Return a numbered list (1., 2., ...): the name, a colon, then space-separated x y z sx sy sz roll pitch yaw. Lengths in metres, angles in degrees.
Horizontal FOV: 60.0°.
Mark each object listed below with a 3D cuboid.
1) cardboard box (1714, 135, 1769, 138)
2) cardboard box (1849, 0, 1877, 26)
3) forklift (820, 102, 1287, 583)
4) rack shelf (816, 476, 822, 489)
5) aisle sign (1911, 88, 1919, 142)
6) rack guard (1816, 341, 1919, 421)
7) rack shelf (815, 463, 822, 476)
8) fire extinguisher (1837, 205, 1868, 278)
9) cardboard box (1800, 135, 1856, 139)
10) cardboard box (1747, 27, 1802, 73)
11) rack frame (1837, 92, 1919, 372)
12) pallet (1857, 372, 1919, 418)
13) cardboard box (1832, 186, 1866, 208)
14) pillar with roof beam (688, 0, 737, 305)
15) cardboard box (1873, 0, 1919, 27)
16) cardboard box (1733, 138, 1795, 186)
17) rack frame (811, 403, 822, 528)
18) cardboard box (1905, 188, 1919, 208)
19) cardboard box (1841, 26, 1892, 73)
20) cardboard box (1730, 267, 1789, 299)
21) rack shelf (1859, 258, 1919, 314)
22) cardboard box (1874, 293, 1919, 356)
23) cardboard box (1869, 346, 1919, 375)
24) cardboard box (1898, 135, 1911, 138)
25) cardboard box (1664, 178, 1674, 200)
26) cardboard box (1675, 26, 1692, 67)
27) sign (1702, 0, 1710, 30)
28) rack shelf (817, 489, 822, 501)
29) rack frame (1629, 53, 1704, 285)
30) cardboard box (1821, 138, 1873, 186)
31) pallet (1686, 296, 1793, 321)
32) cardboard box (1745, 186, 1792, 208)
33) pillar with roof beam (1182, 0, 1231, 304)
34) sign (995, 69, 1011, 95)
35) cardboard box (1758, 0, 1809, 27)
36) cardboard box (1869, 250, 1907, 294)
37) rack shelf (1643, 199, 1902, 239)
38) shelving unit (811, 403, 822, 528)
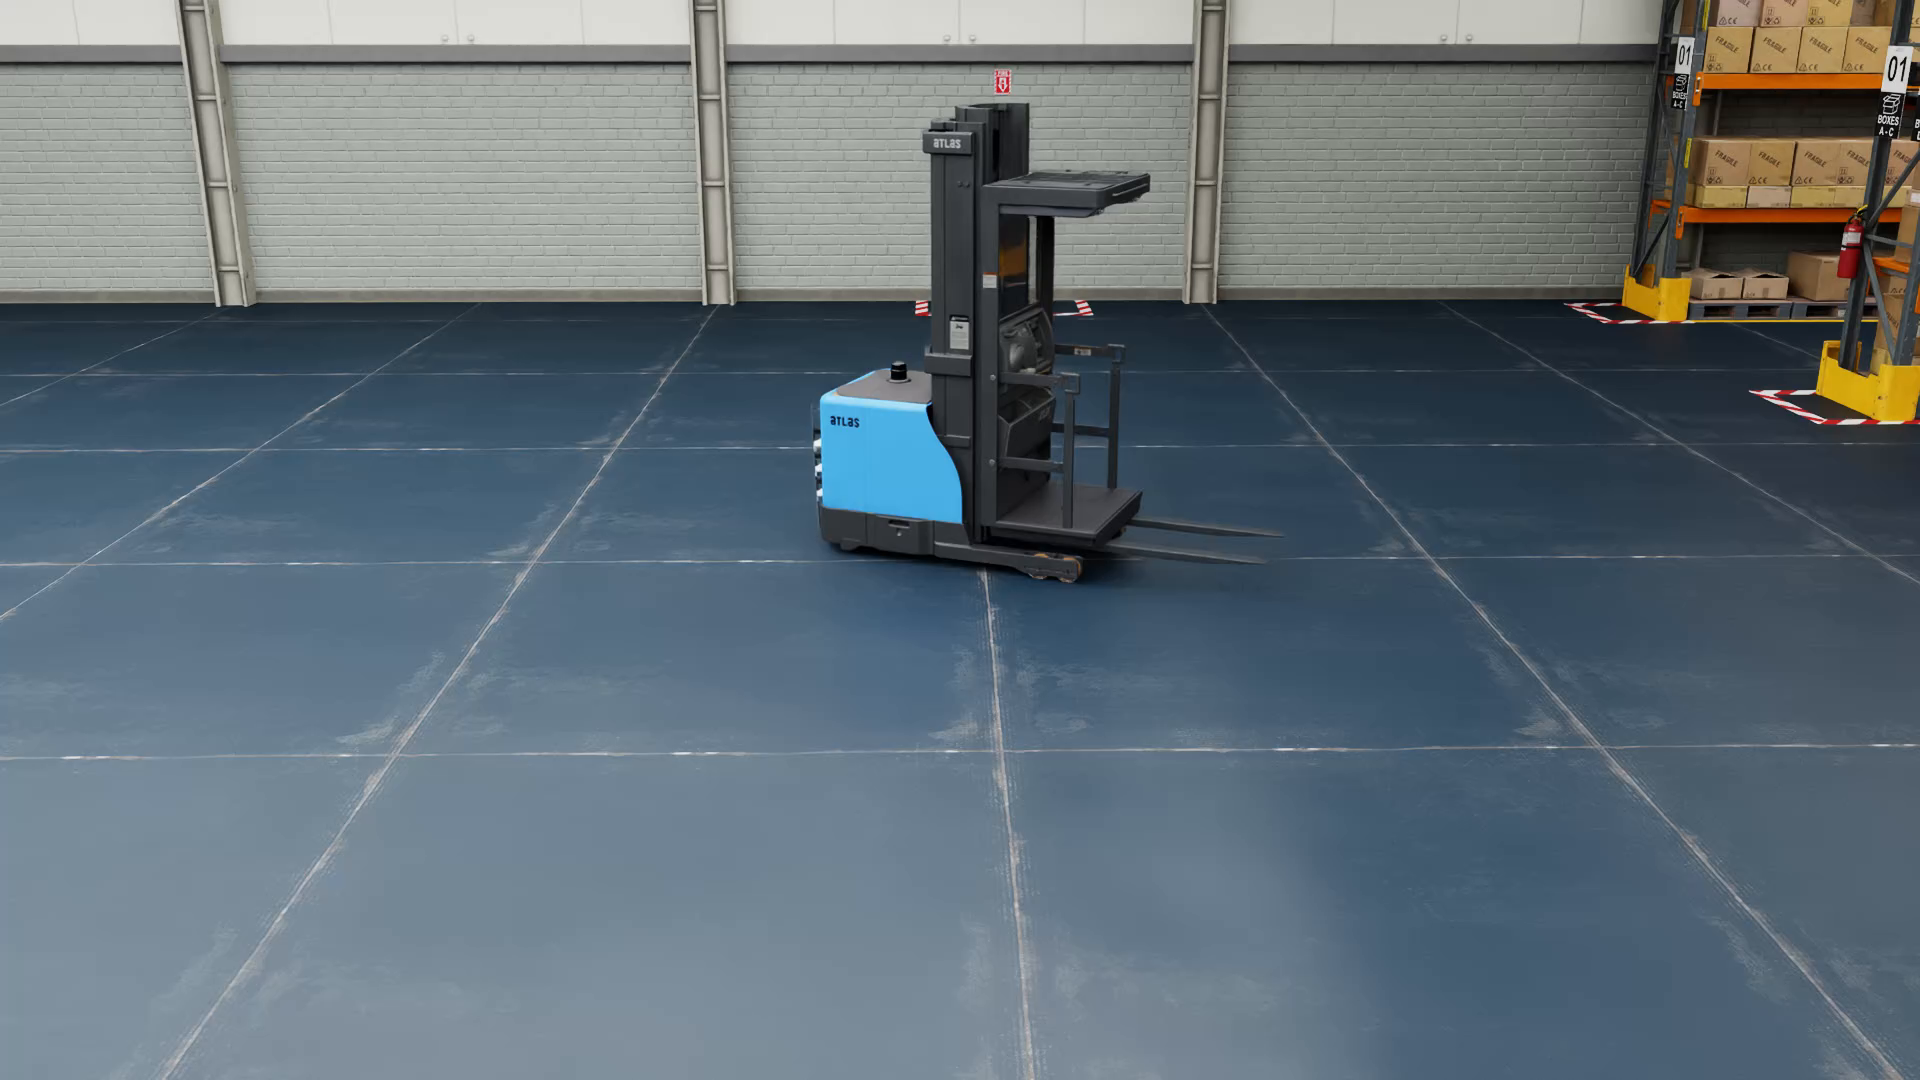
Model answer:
1. cardboard box: 9.285 -4.542 19.782 0.500 0.500 0.500 0 18 0
2. cardboard box: 10.282 -6.226 19.301 0.500 0.500 0.500 0 18 -1
3. forklift: 0.622 -1.302 10.809 3.031 2.935 1.130 7 19 21
4. rack shelf: -0.876 -0.425 11.791 0.200 0.077 0.258 5 18 20
5. aisle sign: 8.335 -3.812 14.263 0.004 0.787 0.394 0 18 -1
6. rack guard: 8.371 -1.477 15.334 0.348 0.500 1.175 0 18 -1
7. rack shelf: -0.880 -0.511 11.764 0.200 0.077 0.258 5 18 20
8. fire extinguisher: 8.270 -2.772 15.405 0.183 0.674 0.296 0 18 -1
9. cardboard box: 10.305 -4.549 19.802 0.500 0.500 0.500 0 18 0
10. cardboard box: 9.189 -5.583 18.934 0.500 0.500 0.500 1 18 3
11. rack frame: 8.395 -2.668 14.953 0.127 3.000 1.000 0 18 -1
12. pallet: 9.159 -1.356 15.430 1.213 0.211 1.003 0 18 -1
13. cardboard box: 10.340 -4.033 19.423 0.500 0.250 0.500 0 18 0
14. pillar with roof beam: -2.931 -5.932 15.308 0.400 9.000 9.100 0 18 -1
15. cardboard box: 10.746 -6.065 18.798 0.500 0.500 0.500 -1 18 -3
16. cardboard box: 9.290 -4.386 19.294 0.500 0.500 0.500 0 18 -1
17. rack frame: -0.976 -0.550 11.790 0.006 0.900 0.240 5 18 20
18. cardboard box: 8.774 -3.084 15.026 0.250 0.149 0.380 -1 18 -2
19. cardboard box: 10.244 -5.596 18.974 0.500 0.500 0.500 1 18 3
20. cardboard box: 9.577 -3.088 19.946 0.500 0.311 0.500 1 18 4
21. rack shelf: 10.395 -2.335 15.093 4.000 0.370 1.077 0 18 -1
22. cardboard box: 8.927 -2.009 15.486 0.500 0.500 0.500 0 18 -1
23. cardboard box: 8.927 -1.651 15.598 0.500 0.250 0.500 0 18 -1
24. cardboard box: 11.322 -4.555 19.822 0.500 0.500 0.500 0 18 -1
25. cardboard box: 8.778 -4.180 19.881 0.500 0.250 0.500 0 18 0
26. cardboard box: 8.727 -5.745 19.440 0.500 0.500 0.500 1 18 3
27. sign: 8.322 -5.859 18.561 0.005 0.325 0.100 0 18 -1
28. rack shelf: -0.873 -0.339 11.817 0.200 0.077 0.258 5 18 20
29. rack frame: 8.313 -4.181 19.669 0.127 3.000 1.000 0 18 -1
30. cardboard box: 10.323 -4.392 19.314 0.500 0.500 0.500 0 18 1
31. pallet: 9.202 -2.846 20.075 1.213 0.211 1.003 0 18 -1
32. cardboard box: 9.325 -4.031 19.416 0.500 0.250 0.500 -1 18 -3
33. pillar with roof beam: 3.068 -5.961 15.398 0.400 9.000 9.100 0 18 -1
34. sign: 0.519 -5.553 20.153 0.199 0.298 0.001 0 18 -1
35. cardboard box: 9.205 -6.057 18.774 0.500 0.500 0.500 0 18 -1
36. cardboard box: 11.276 -3.202 19.990 0.500 0.500 0.500 -2 18 -5
37. rack shelf: 10.313 -3.848 19.809 4.000 0.370 1.077 0 18 -1
38. shelving unit: -0.881 -0.543 11.755 0.210 0.900 0.258 5 18 20
